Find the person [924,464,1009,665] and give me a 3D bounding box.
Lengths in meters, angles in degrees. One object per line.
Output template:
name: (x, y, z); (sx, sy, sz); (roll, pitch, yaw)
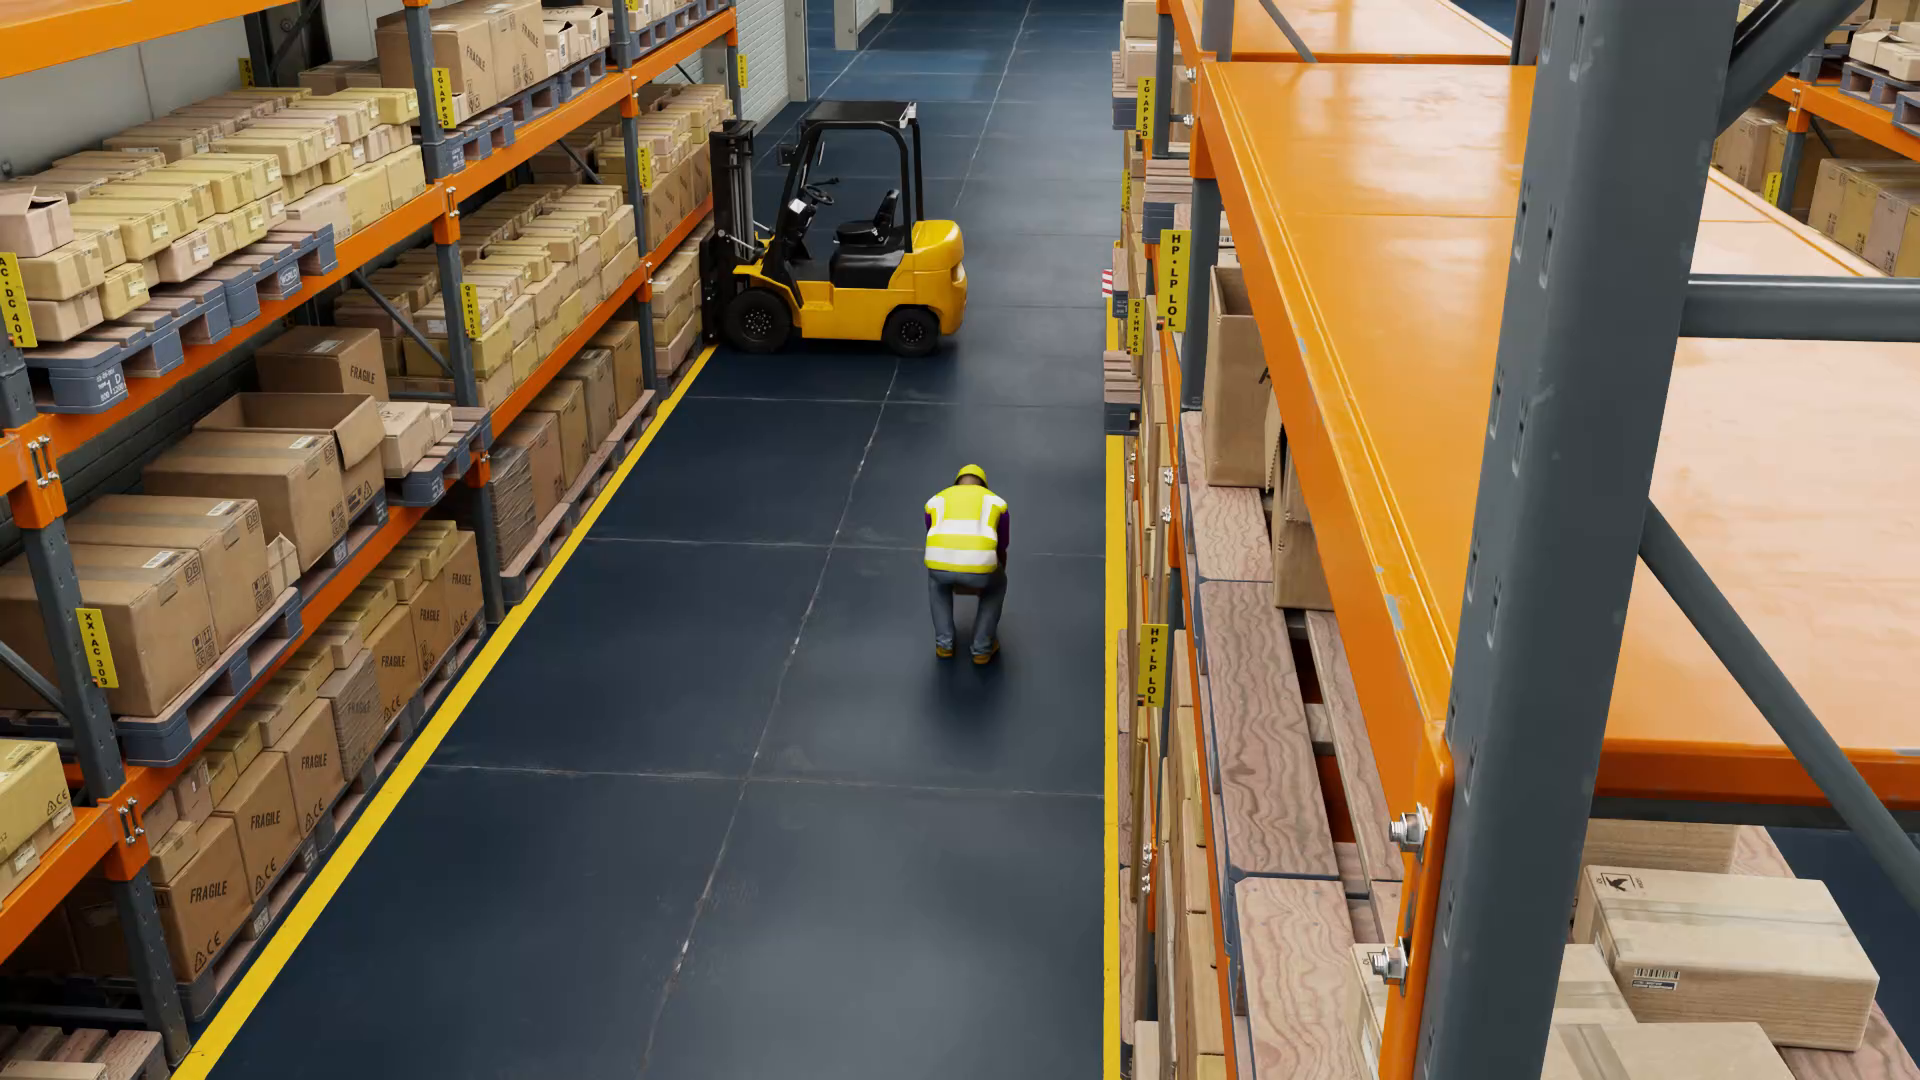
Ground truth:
person: (0.030, 0.159, 10.128); (0.524, 1.022, 0.962); (3, 25, 7)
